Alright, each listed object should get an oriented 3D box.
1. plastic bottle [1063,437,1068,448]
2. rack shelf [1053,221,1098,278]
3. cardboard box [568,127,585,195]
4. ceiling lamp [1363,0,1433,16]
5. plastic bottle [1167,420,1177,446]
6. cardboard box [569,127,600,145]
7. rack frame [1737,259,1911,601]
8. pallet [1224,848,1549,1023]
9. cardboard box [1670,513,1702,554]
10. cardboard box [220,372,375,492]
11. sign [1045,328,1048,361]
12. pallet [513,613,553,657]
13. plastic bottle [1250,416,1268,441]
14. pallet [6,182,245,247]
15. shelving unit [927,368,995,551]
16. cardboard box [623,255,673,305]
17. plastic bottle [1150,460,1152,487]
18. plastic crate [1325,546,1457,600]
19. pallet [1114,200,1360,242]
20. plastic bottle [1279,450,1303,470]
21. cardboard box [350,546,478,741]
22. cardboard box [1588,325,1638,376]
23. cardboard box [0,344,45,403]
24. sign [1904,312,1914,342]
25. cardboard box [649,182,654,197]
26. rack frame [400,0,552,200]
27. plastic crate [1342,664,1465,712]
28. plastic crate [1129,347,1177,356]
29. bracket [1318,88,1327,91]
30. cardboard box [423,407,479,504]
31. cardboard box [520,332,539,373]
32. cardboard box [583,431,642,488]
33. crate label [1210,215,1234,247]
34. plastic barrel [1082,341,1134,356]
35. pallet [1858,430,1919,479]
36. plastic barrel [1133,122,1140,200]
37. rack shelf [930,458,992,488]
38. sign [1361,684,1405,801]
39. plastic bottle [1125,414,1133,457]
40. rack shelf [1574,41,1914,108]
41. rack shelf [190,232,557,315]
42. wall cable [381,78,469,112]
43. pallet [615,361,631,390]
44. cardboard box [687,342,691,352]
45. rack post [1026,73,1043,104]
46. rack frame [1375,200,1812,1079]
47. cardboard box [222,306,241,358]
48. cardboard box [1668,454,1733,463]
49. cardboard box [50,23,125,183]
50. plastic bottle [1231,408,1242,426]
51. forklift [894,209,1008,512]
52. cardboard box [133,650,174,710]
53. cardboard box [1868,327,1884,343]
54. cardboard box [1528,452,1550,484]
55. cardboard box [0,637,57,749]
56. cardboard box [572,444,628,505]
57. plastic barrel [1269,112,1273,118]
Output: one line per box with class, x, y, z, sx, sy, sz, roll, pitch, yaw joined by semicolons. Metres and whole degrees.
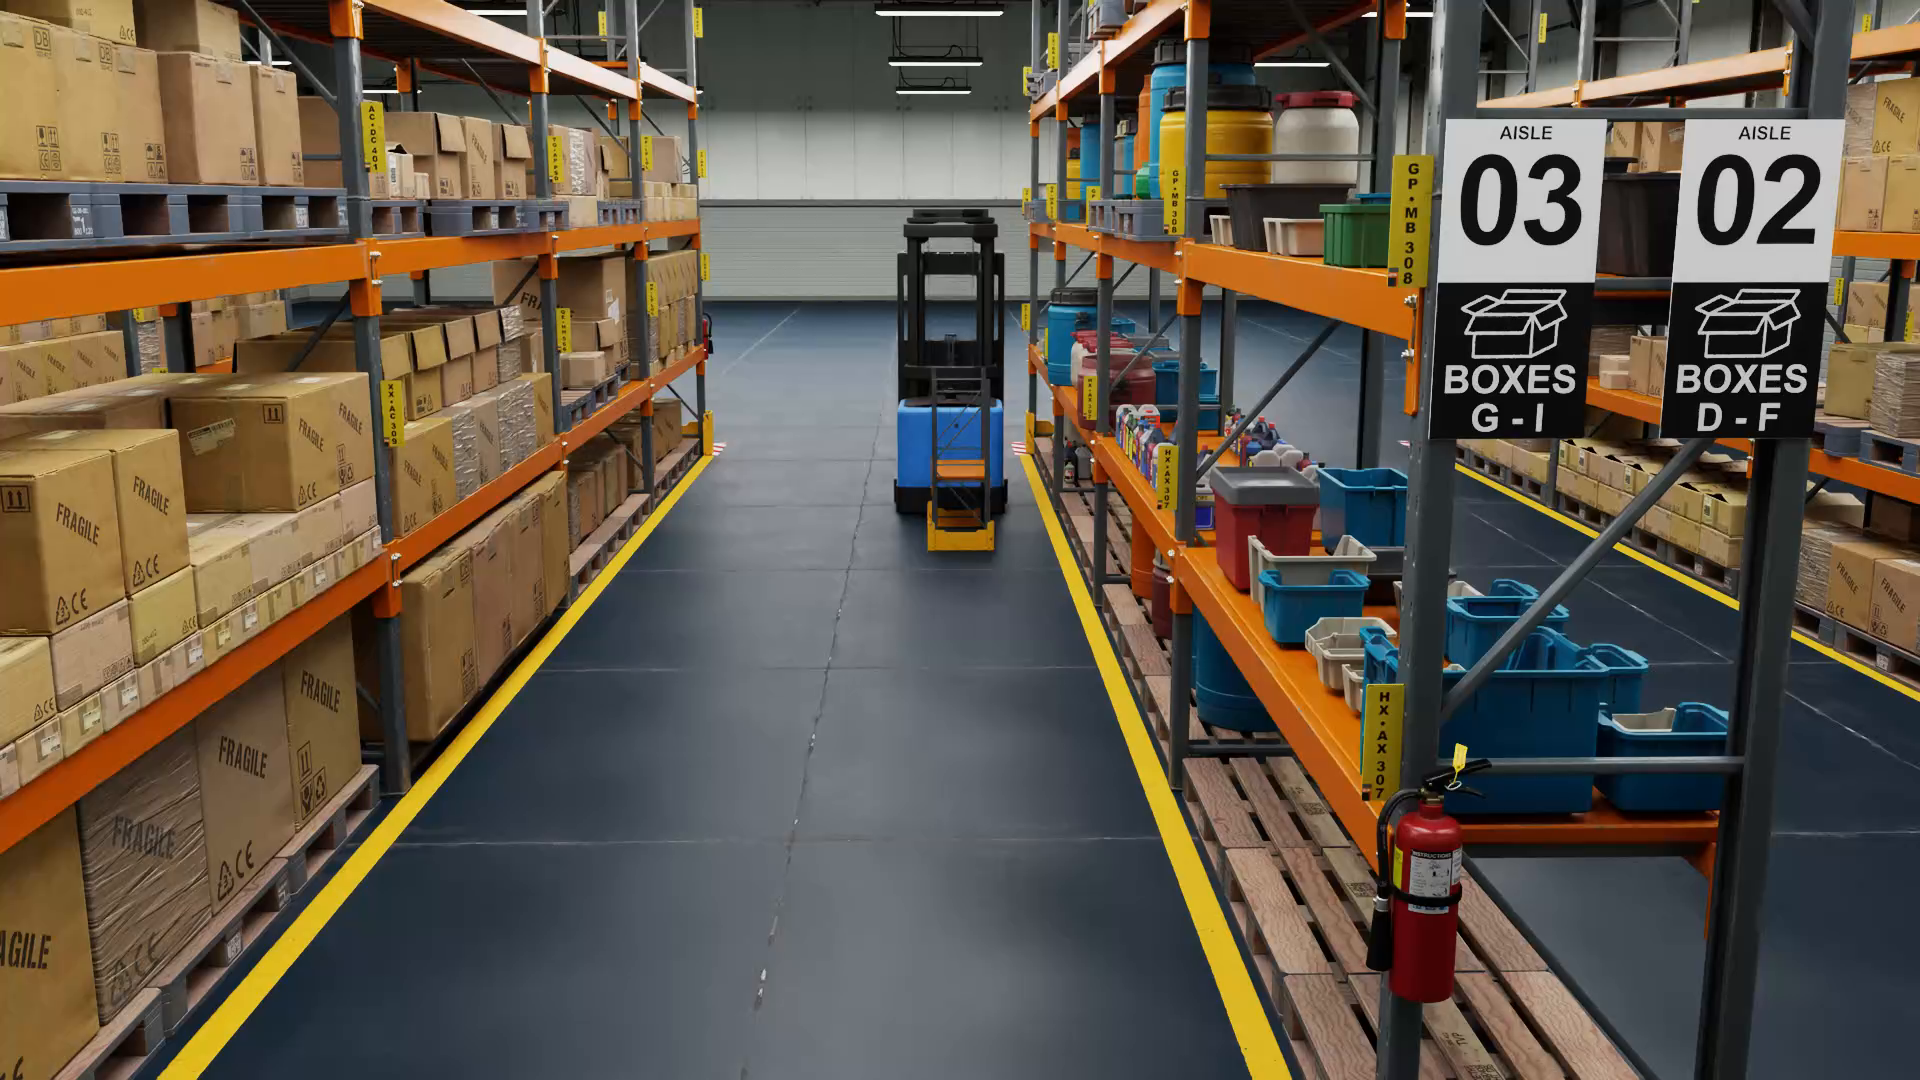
plastic bottle;1.117;-0.916;17.585;0.144;0.351;0.185;0;11;-2
rack shelf;1.470;-2.489;14.049;1.077;0.370;4.000;0;11;-1
cardboard box;-3.200;-2.913;12.821;0.500;0.500;0.500;0;11;-1
ceiling lamp;7.017;-9.736;25.735;2.000;3.185;0.800;0;11;-1
plastic bottle;1.375;-0.583;10.510;0.144;0.351;0.185;0;11;-1
cardboard box;-3.787;-3.747;16.184;0.500;0.500;0.500;-1;11;-3
rack frame;6.464;-0.994;12.413;1.000;3.000;0.127;0;11;-1
pallet;1.676;1.577;6.756;1.003;0.211;1.213;0;11;-1
cardboard box;6.195;-0.058;13.660;0.500;0.250;0.500;0;11;-2
cardboard box;-3.081;-0.508;7.763;0.500;0.500;0.500;0;11;0
sign;0.879;-1.905;16.208;0.100;0.325;0.005;0;11;-1
pallet;-3.499;0.570;11.719;1.003;0.211;1.213;0;11;-1
plastic bottle;1.932;-0.612;10.657;0.144;0.351;0.185;0;11;-1
pallet;-3.329;-1.181;6.013;1.003;0.211;1.213;0;11;-1
shelving unit;-0.002;-0.750;14.985;0.587;1.500;1.083;0;11;-1
cardboard box;-3.300;-2.723;17.422;0.500;0.500;0.500;0;11;-1
plastic bottle;1.208;-0.427;10.121;0.097;0.201;0.097;0;11;0
plastic crate;1.886;0.148;7.327;0.437;0.125;0.590;0;11;-1
pallet;1.480;-1.712;8.884;1.213;0.211;1.003;0;11;-1
plastic bottle;1.946;-0.396;9.778;0.152;0.276;0.135;0;11;-1
cardboard box;-3.391;0.550;9.093;1.225;0.875;0.875;0;11;-1
cardboard box;6.366;-1.926;16.757;0.700;0.500;0.500;-1;11;-3
cardboard box;-8.172;-1.393;14.131;0.500;0.500;0.500;0;11;-2
sign;7.006;-1.526;12.326;0.100;0.325;0.005;0;11;-1
cardboard box;-3.279;-3.514;16.664;0.380;0.149;0.250;0;11;-1
rack frame;-3.440;-3.894;11.620;1.000;3.000;0.127;0;11;-1
plastic crate;1.488;0.497;5.578;0.396;0.136;0.243;0;11;-1
plastic crate;1.763;-1.543;15.163;0.392;0.384;0.575;0;11;-1
bracket;11.098;-13.689;50.849;0.235;0.232;0.430;0;11;-1
cardboard box;-3.138;-0.500;9.726;0.500;0.500;0.500;0;11;-2
cardboard box;-3.491;-1.316;12.693;0.500;0.500;0.500;-2;12;-8
cardboard box;-3.491;-0.809;16.735;0.500;0.500;0.500;-1;11;-3
crate label;1.315;-1.421;7.640;0.293;0.136;0.466;0;11;-1
plastic barrel;1.254;-1.413;14.138;0.433;0.535;0.433;0;11;0
pallet;6.509;-0.513;10.527;1.003;0.211;1.213;0;11;-1
plastic barrel;1.698;-2.949;13.425;0.600;0.830;0.708;0;11;-1
rack shelf;-0.002;-0.576;15.029;0.538;0.185;1.000;0;11;-1
sign;1.127;0.542;4.435;0.100;0.325;0.005;0;11;-1
plastic bottle;1.164;-0.711;11.312;0.061;0.283;0.133;0;11;-1
rack shelf;6.423;-3.783;13.888;1.077;0.370;4.000;0;11;-1
rack shelf;-3.399;-1.674;10.030;1.077;0.370;4.000;0;11;-1
wall cable;-16.017;-12.799;50.622;3.097;2.526;0.112;0;11;-1
pallet;-3.653;-1.502;15.403;1.003;0.211;1.213;0;11;-1
cardboard box;-3.332;-2.266;19.316;0.380;0.149;0.250;0;11;-1
rack post;1.235;-5.109;18.865;0.937;0.300;0.954;1;12;5
rack frame;1.677;0.616;4.478;1.000;3.000;0.127;0;11;-1
cardboard box;-8.594;-2.323;18.586;0.875;0.550;0.550;0;11;-1
cardboard box;6.701;-0.640;15.119;0.500;0.311;0.500;0;11;-1
cardboard box;-3.290;-1.455;5.586;0.700;0.500;0.500;-1;12;-5
plastic bottle;1.951;-0.792;11.714;0.061;0.283;0.133;0;11;-1
forklift;-0.092;-1.938;17.242;1.130;2.935;3.031;0;11;0
cardboard box;-2.976;0.483;5.764;0.380;0.149;0.250;0;11;-2
cardboard box;10.969;-2.340;19.376;0.500;0.250;0.500;-1;11;-3
cardboard box;6.153;-0.738;17.014;0.500;0.250;0.500;0;11;-1
cardboard box;-3.015;0.468;4.839;0.500;0.250;0.500;-1;11;-3
cardboard box;-3.532;-0.617;15.738;0.700;0.500;0.500;-1;12;-6
plastic barrel;1.699;-2.365;10.229;0.433;0.535;0.433;0;11;0
